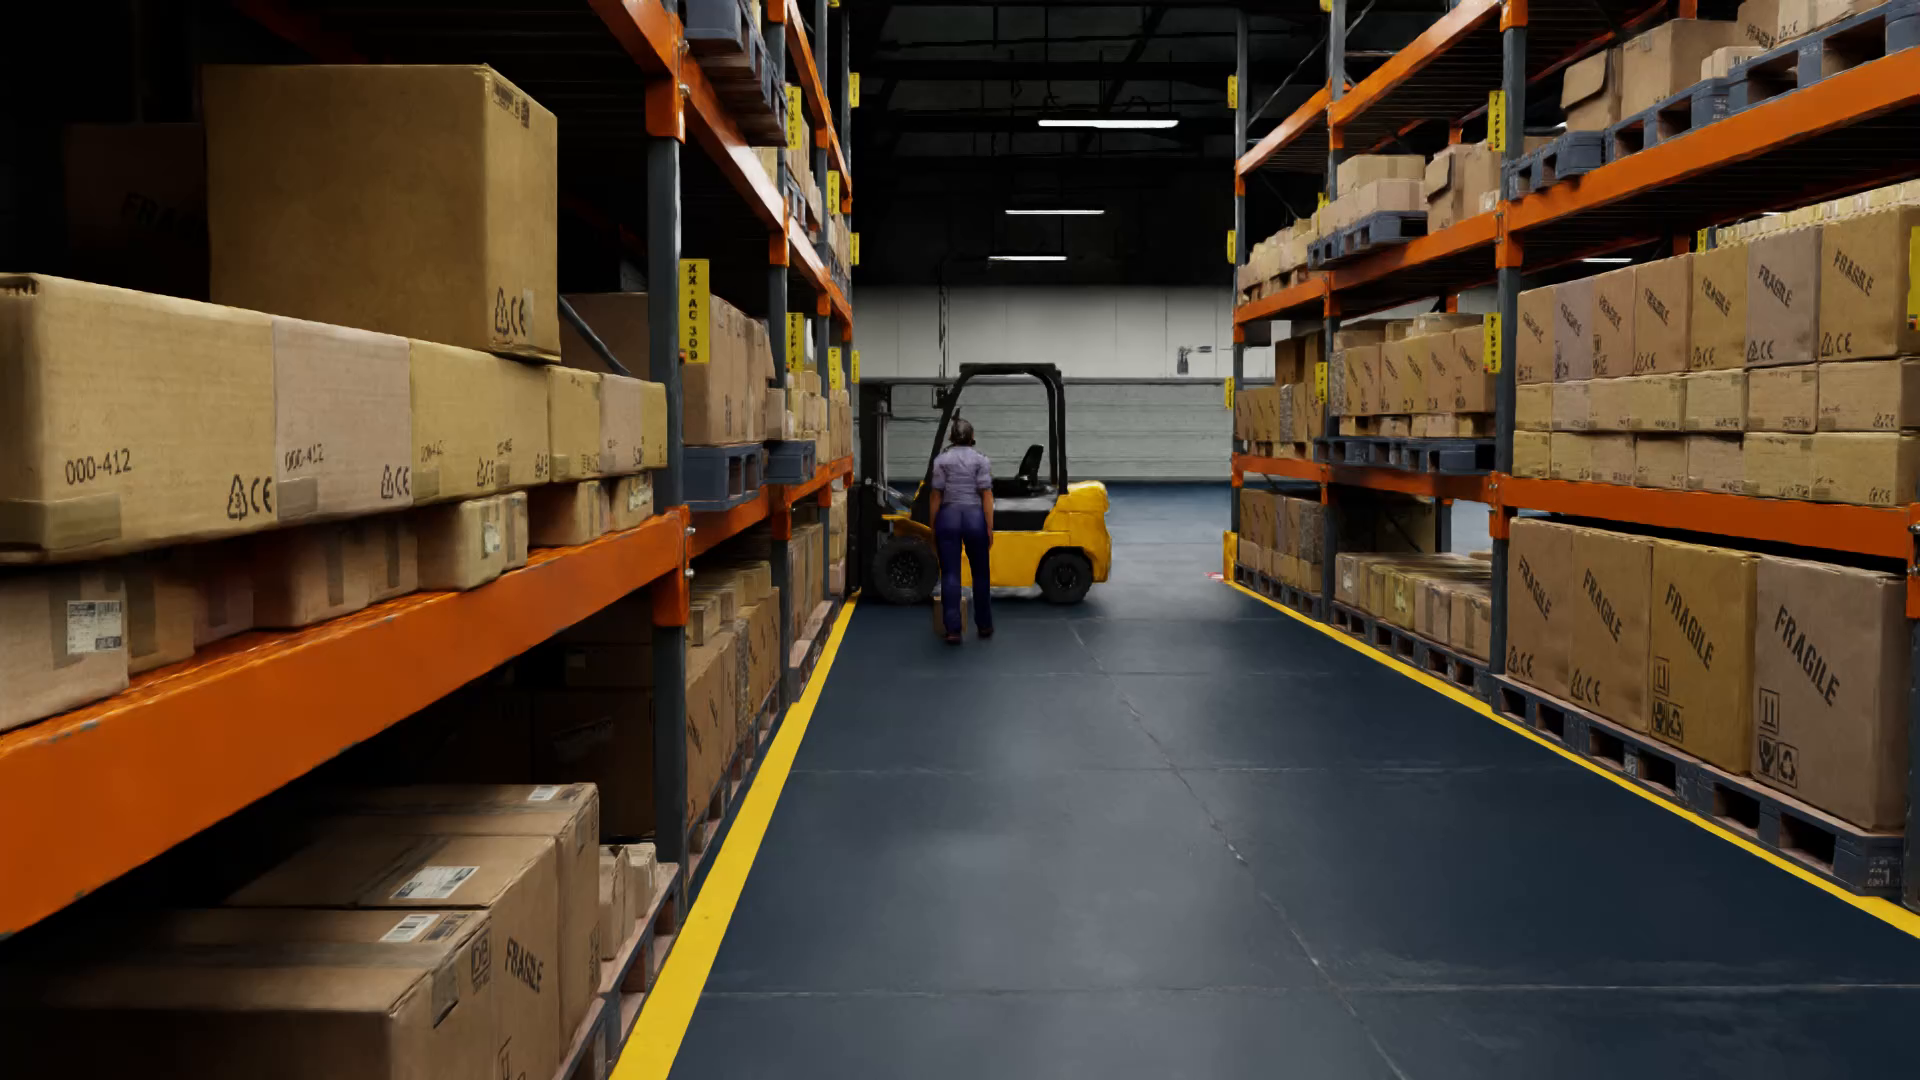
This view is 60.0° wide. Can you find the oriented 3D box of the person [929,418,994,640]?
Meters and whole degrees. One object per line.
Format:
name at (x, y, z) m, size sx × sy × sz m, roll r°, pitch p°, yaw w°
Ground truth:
person at (0.014, -0.087, 12.381) m, size 0.483 × 1.633 × 0.694 m, roll 0°, pitch 4°, yaw 0°
